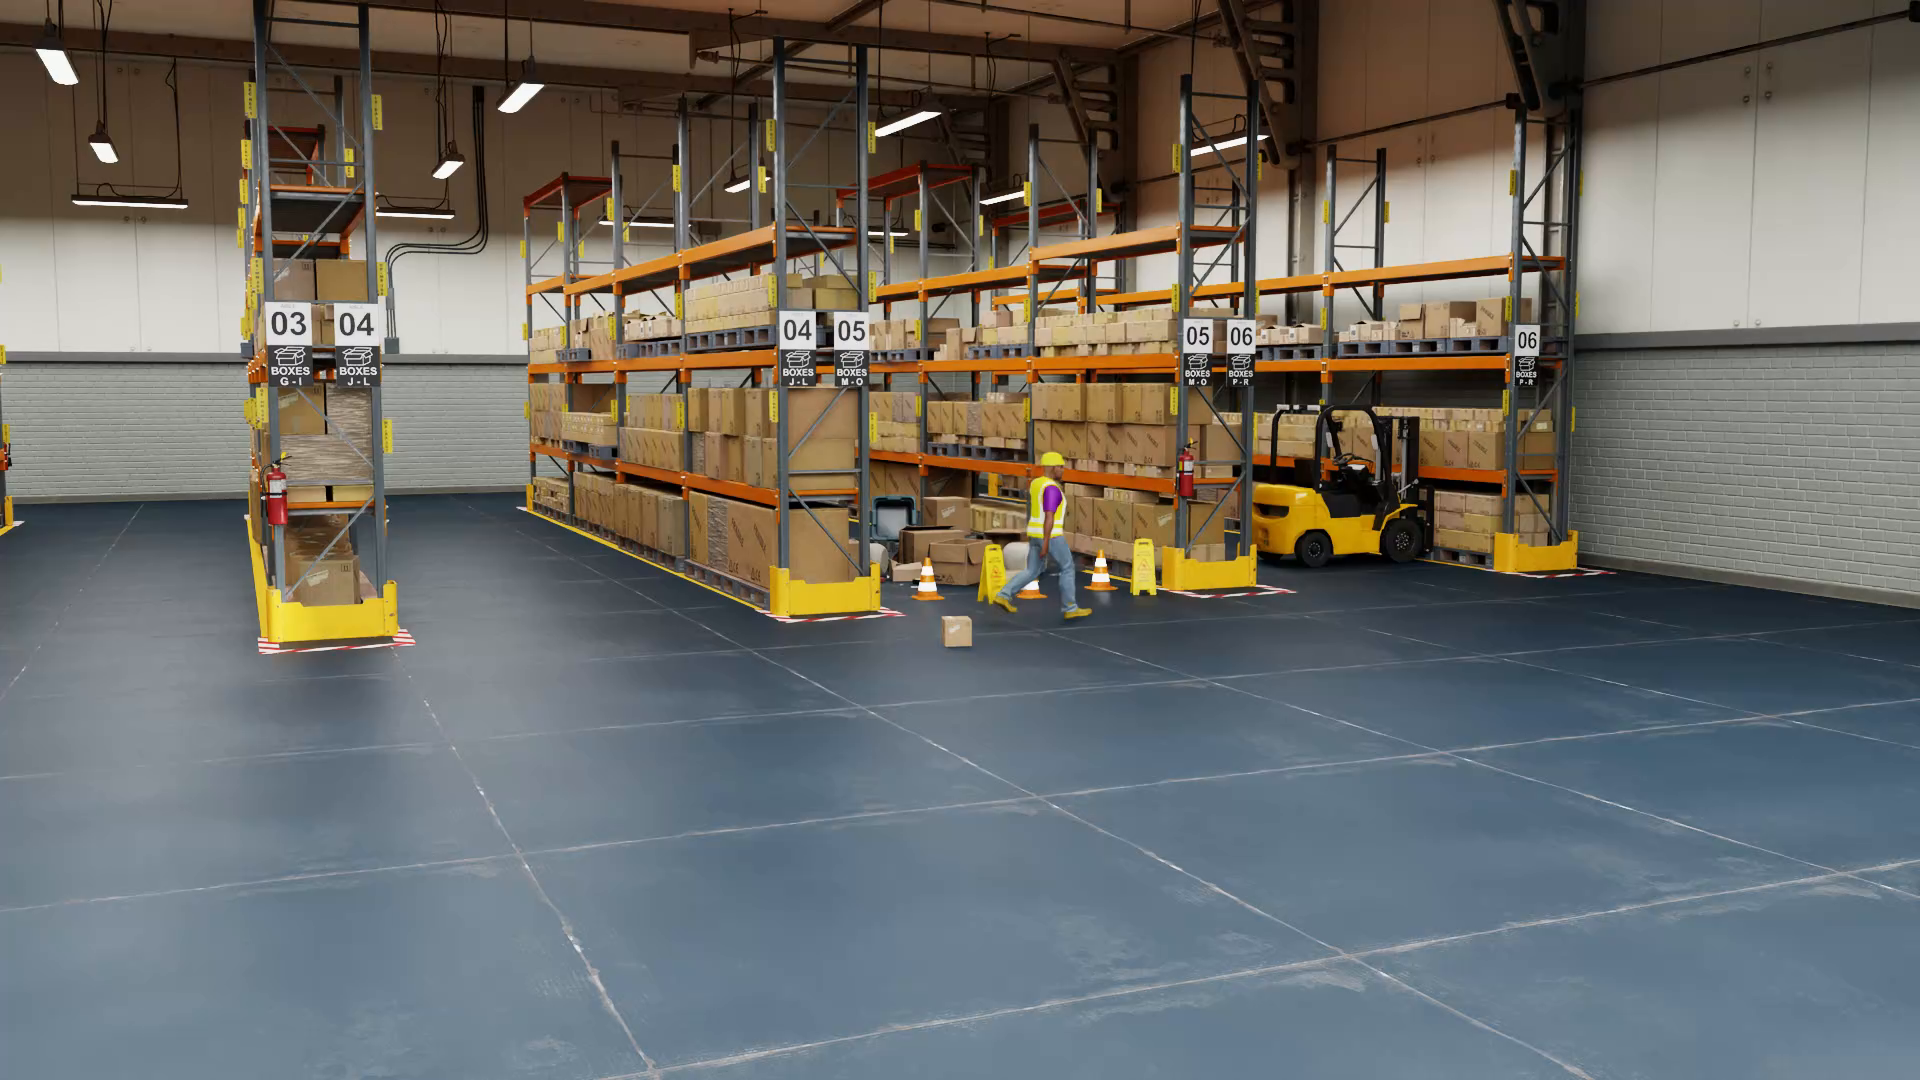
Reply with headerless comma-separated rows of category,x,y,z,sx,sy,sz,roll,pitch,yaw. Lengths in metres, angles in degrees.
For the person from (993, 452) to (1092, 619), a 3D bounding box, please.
person,0.858,-0.042,17.095,1.043,1.721,0.571,-3,6,-25
